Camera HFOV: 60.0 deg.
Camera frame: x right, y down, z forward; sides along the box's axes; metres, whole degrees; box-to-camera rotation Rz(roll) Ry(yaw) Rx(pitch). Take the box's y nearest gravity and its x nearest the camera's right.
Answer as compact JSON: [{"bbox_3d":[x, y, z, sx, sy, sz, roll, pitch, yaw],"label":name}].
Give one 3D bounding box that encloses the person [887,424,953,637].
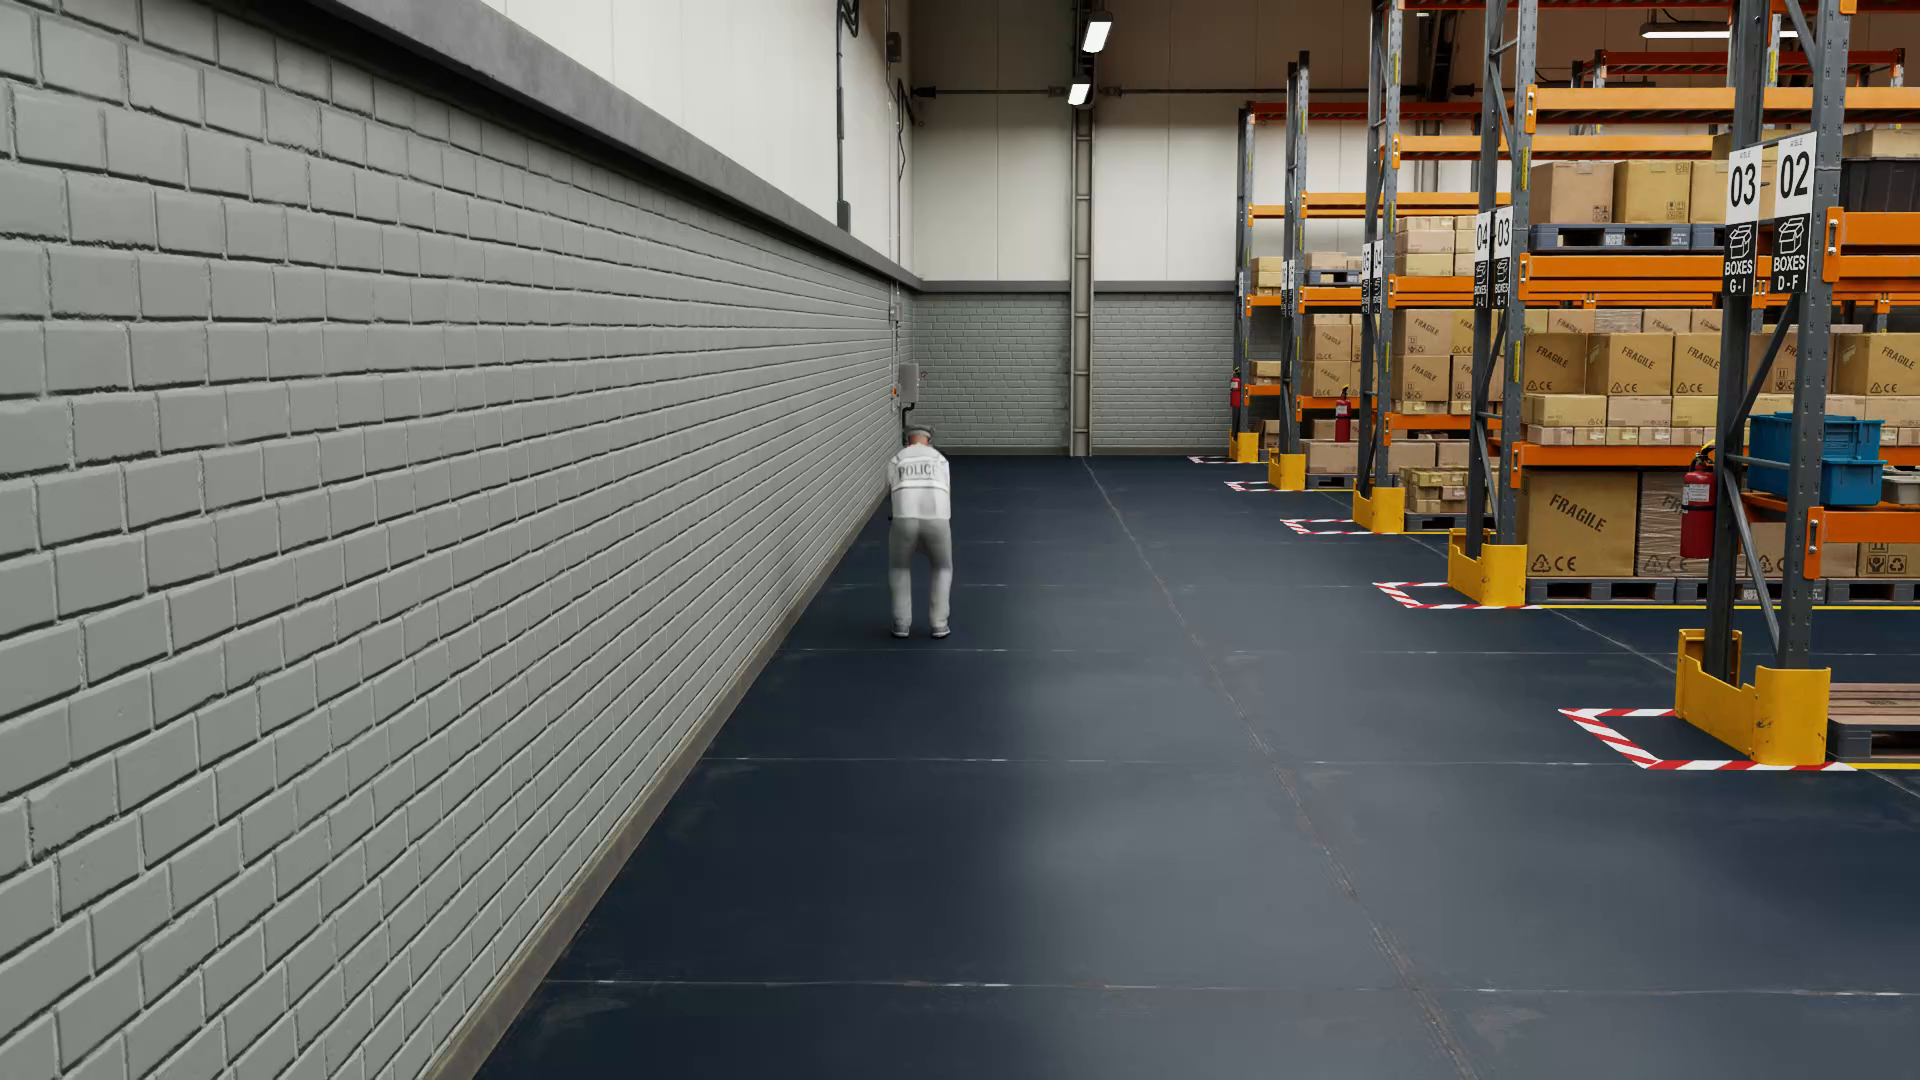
[{"bbox_3d":[-0.295,-0.077,12.275,0.488,1.528,0.860,0,7,0],"label":"person"}]
